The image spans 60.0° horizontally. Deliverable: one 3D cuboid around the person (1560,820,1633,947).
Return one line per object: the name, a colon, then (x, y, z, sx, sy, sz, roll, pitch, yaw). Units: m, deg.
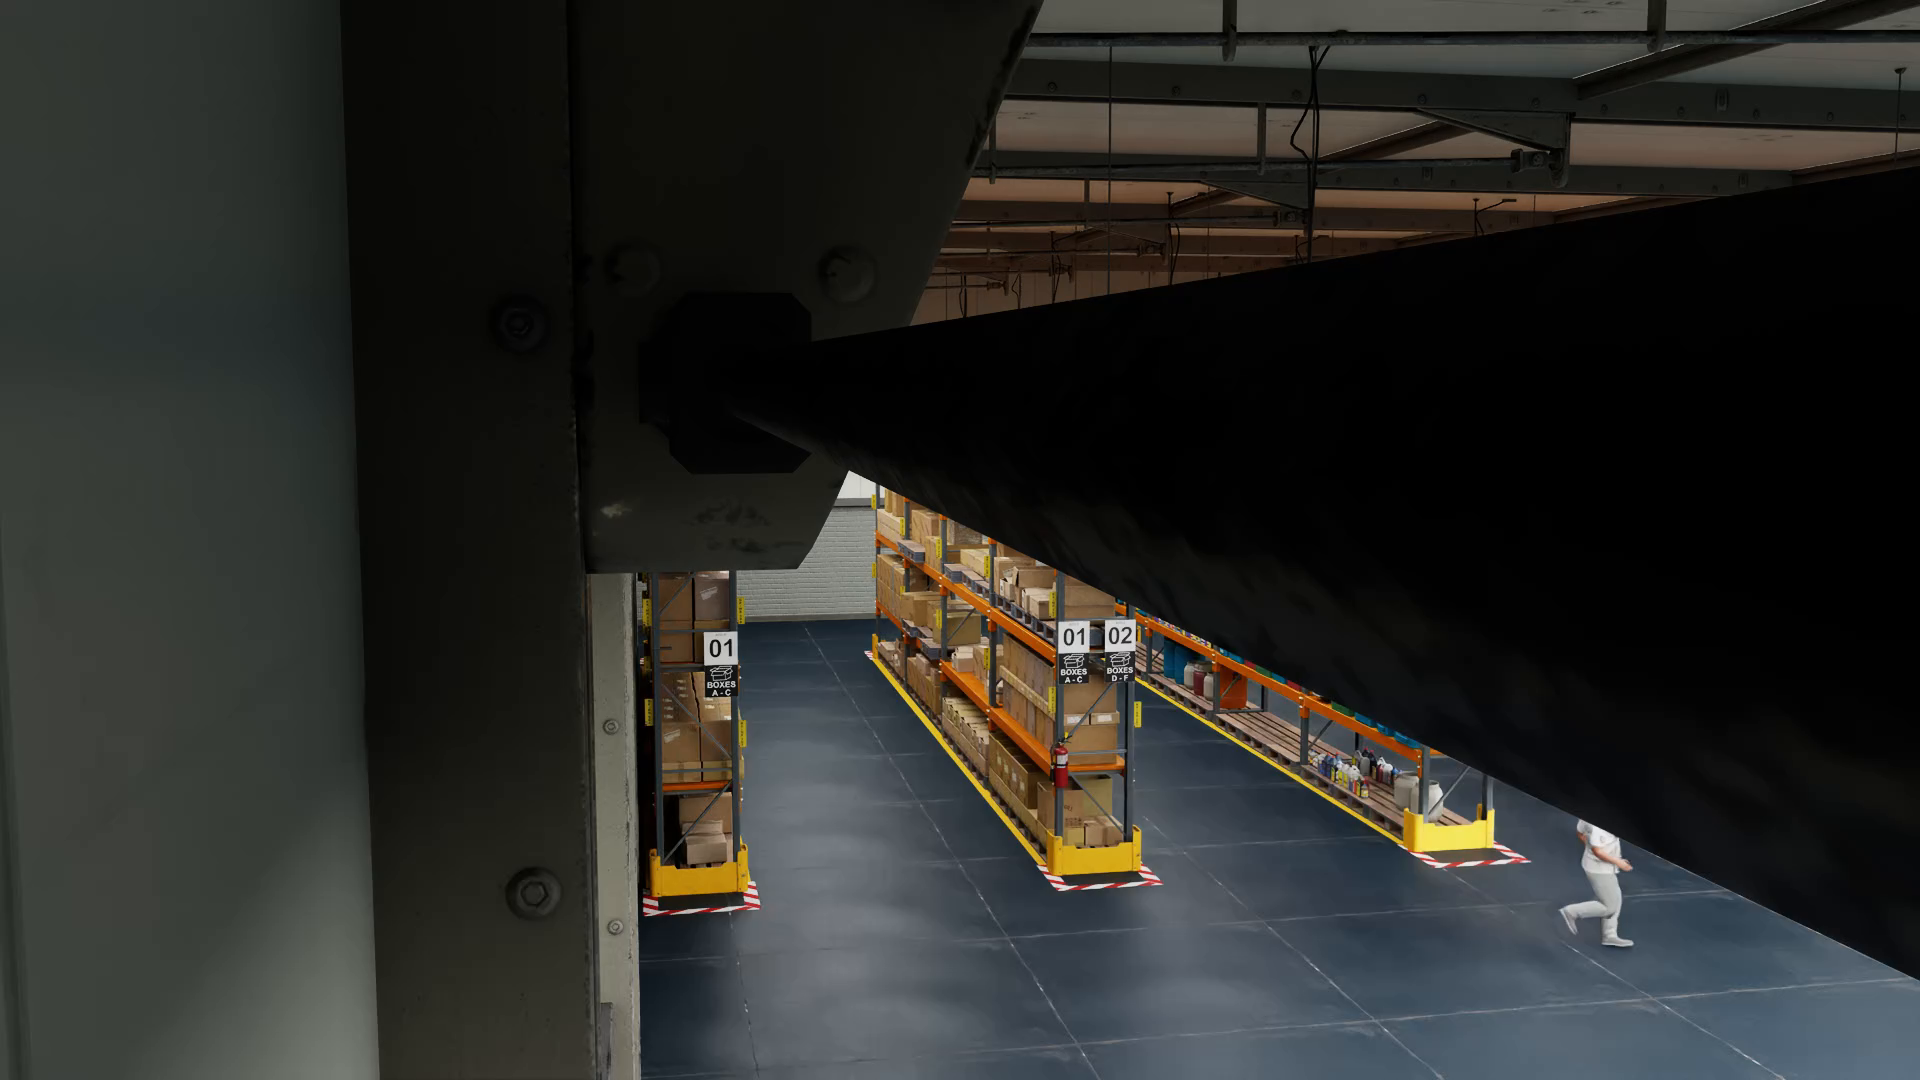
person: (6.995, 3.592, 18.242, 0.798, 1.746, 0.663, 1, 6, 10)
